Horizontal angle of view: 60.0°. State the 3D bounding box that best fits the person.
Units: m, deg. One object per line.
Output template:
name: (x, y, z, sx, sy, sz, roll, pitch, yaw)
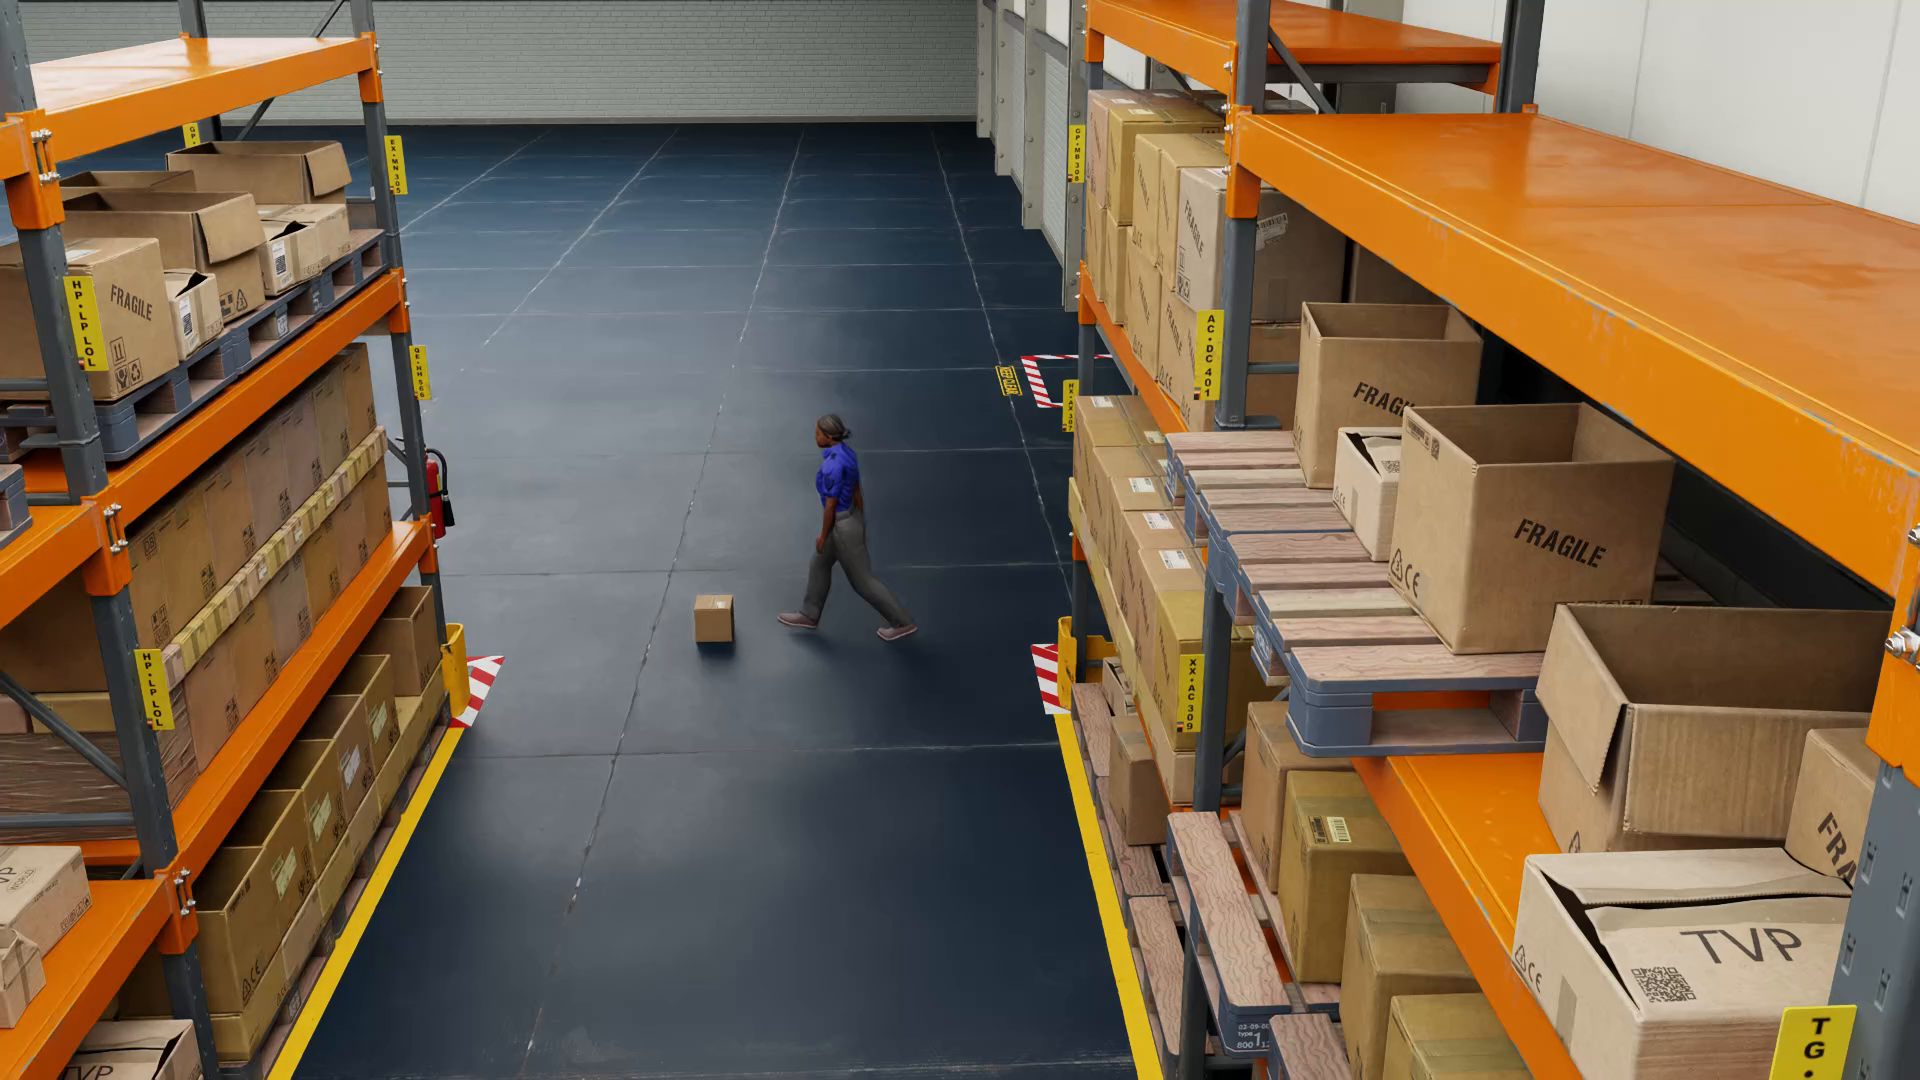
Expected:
person: (-0.787, -0.092, 11.346, 1.027, 1.605, 0.465, 2, 21, 5)
